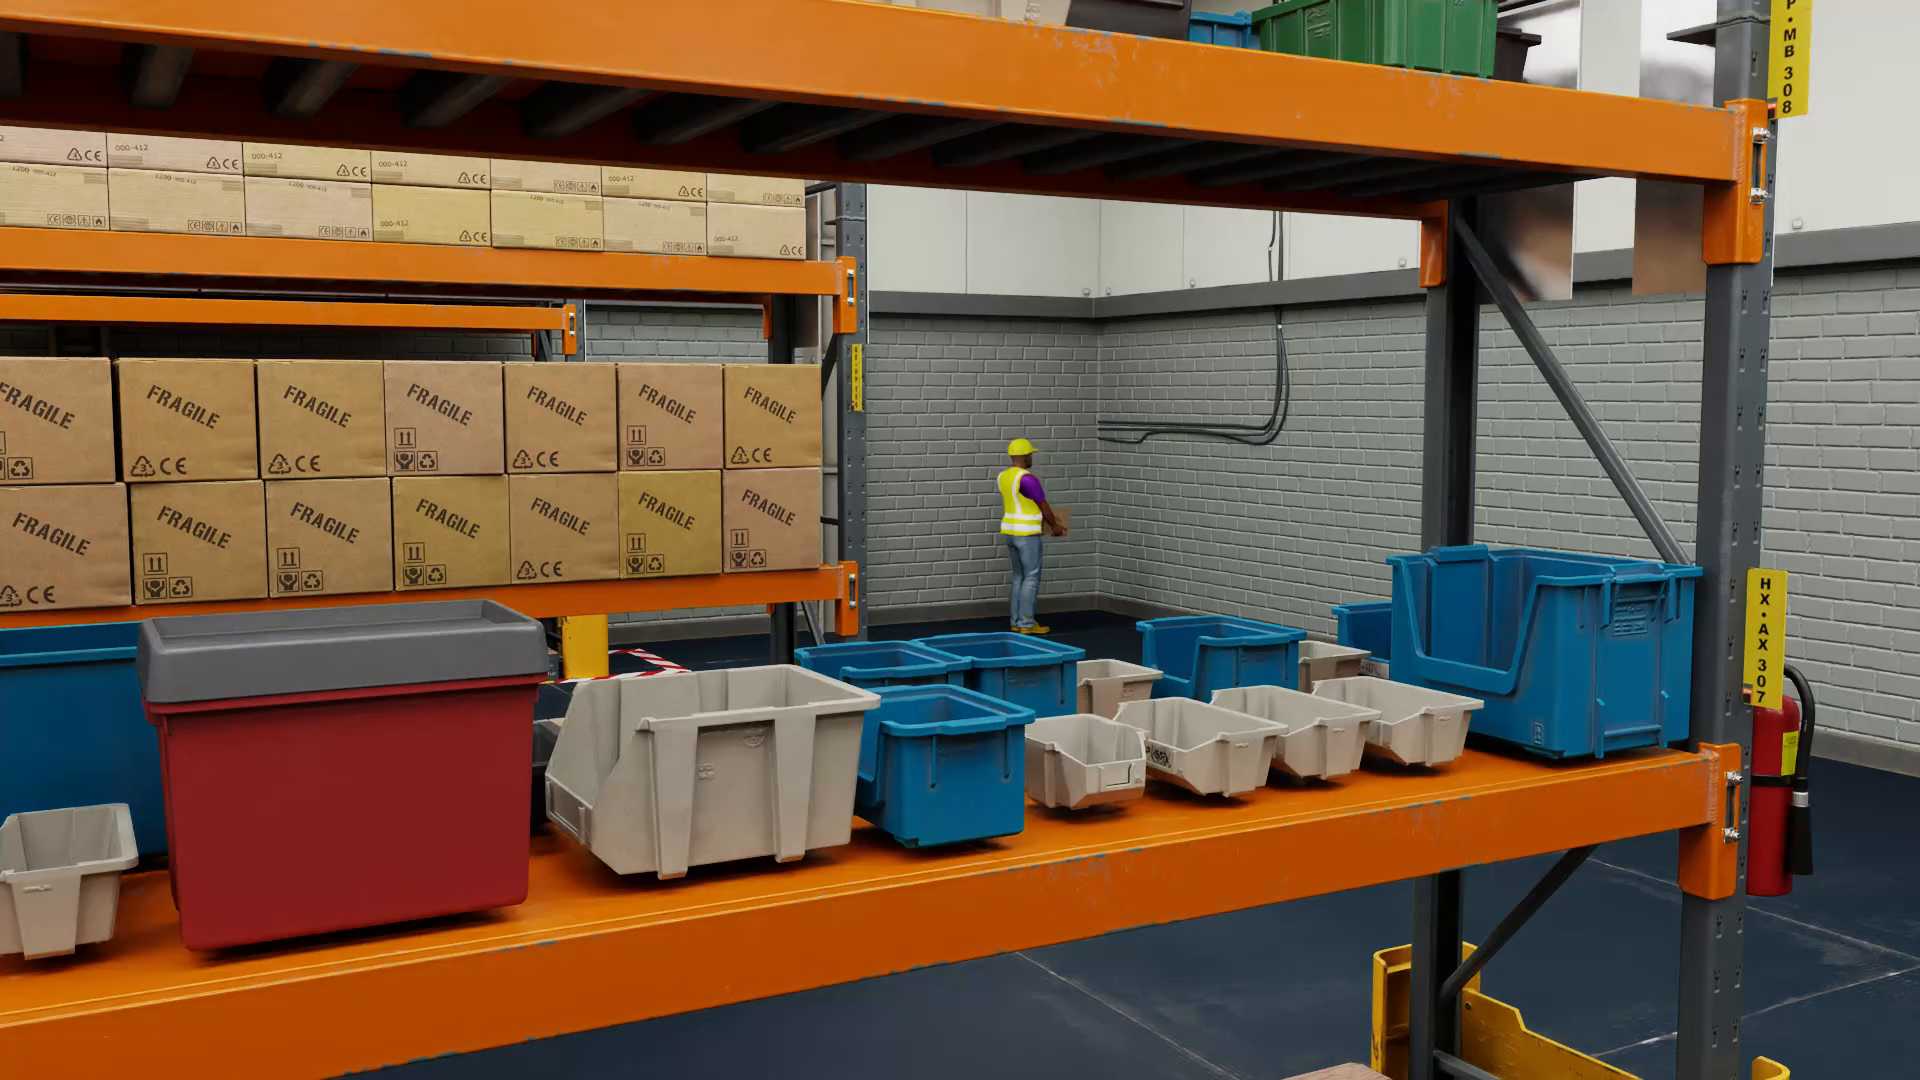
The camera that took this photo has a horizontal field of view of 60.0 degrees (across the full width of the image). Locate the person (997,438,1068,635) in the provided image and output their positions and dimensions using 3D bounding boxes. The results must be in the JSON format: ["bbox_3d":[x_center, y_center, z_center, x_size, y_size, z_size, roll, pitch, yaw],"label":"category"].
[{"bbox_3d":[0.660,-0.042,15.118,0.567,1.763,0.505,-3,6,-29],"label":"person"}]
